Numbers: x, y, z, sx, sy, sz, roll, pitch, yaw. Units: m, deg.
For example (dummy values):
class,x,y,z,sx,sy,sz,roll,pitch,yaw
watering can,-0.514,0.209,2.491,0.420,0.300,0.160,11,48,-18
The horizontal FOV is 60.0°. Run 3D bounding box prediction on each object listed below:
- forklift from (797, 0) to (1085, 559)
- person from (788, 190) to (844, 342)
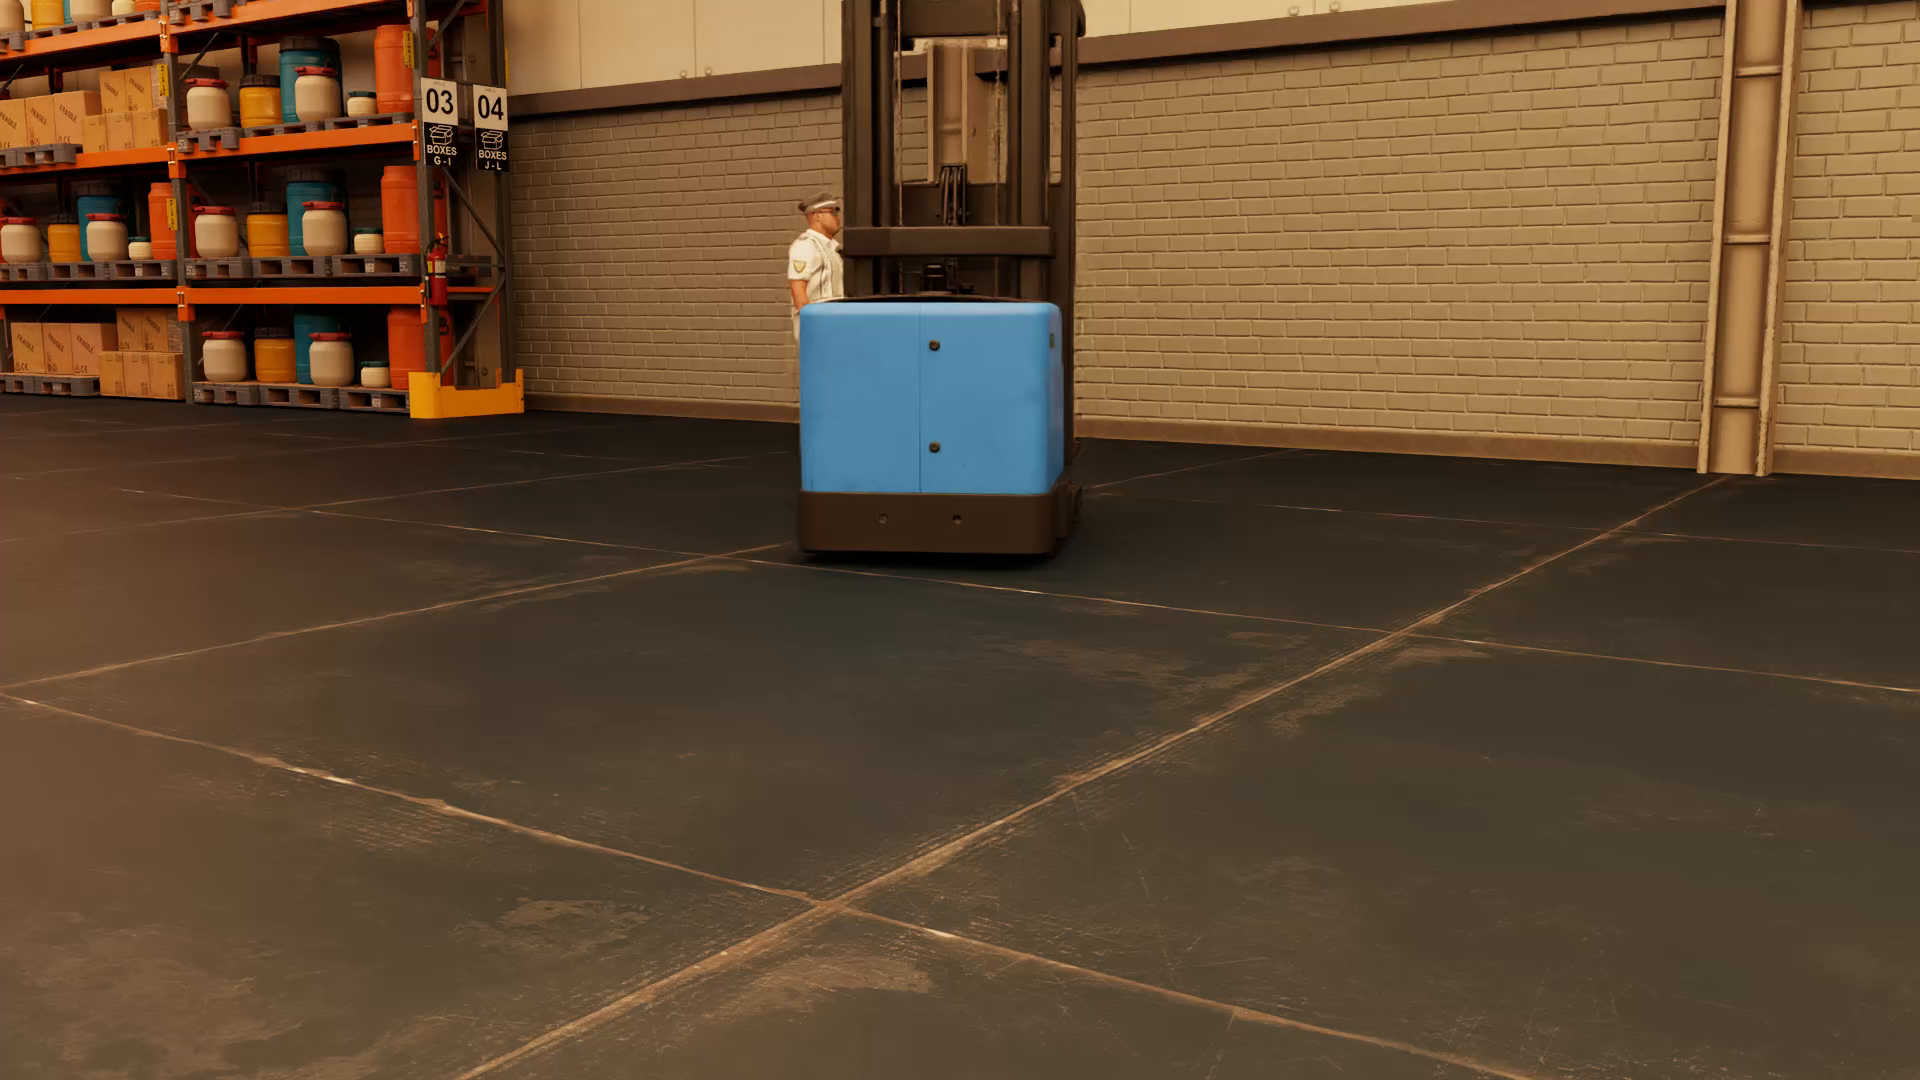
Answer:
class,x,y,z,sx,sy,sz,roll,pitch,yaw
forklift,0.026,-1.541,8.027,1.130,2.935,3.031,1,8,7
person,-0.723,-1.305,10.480,0.657,1.776,0.627,3,8,17
